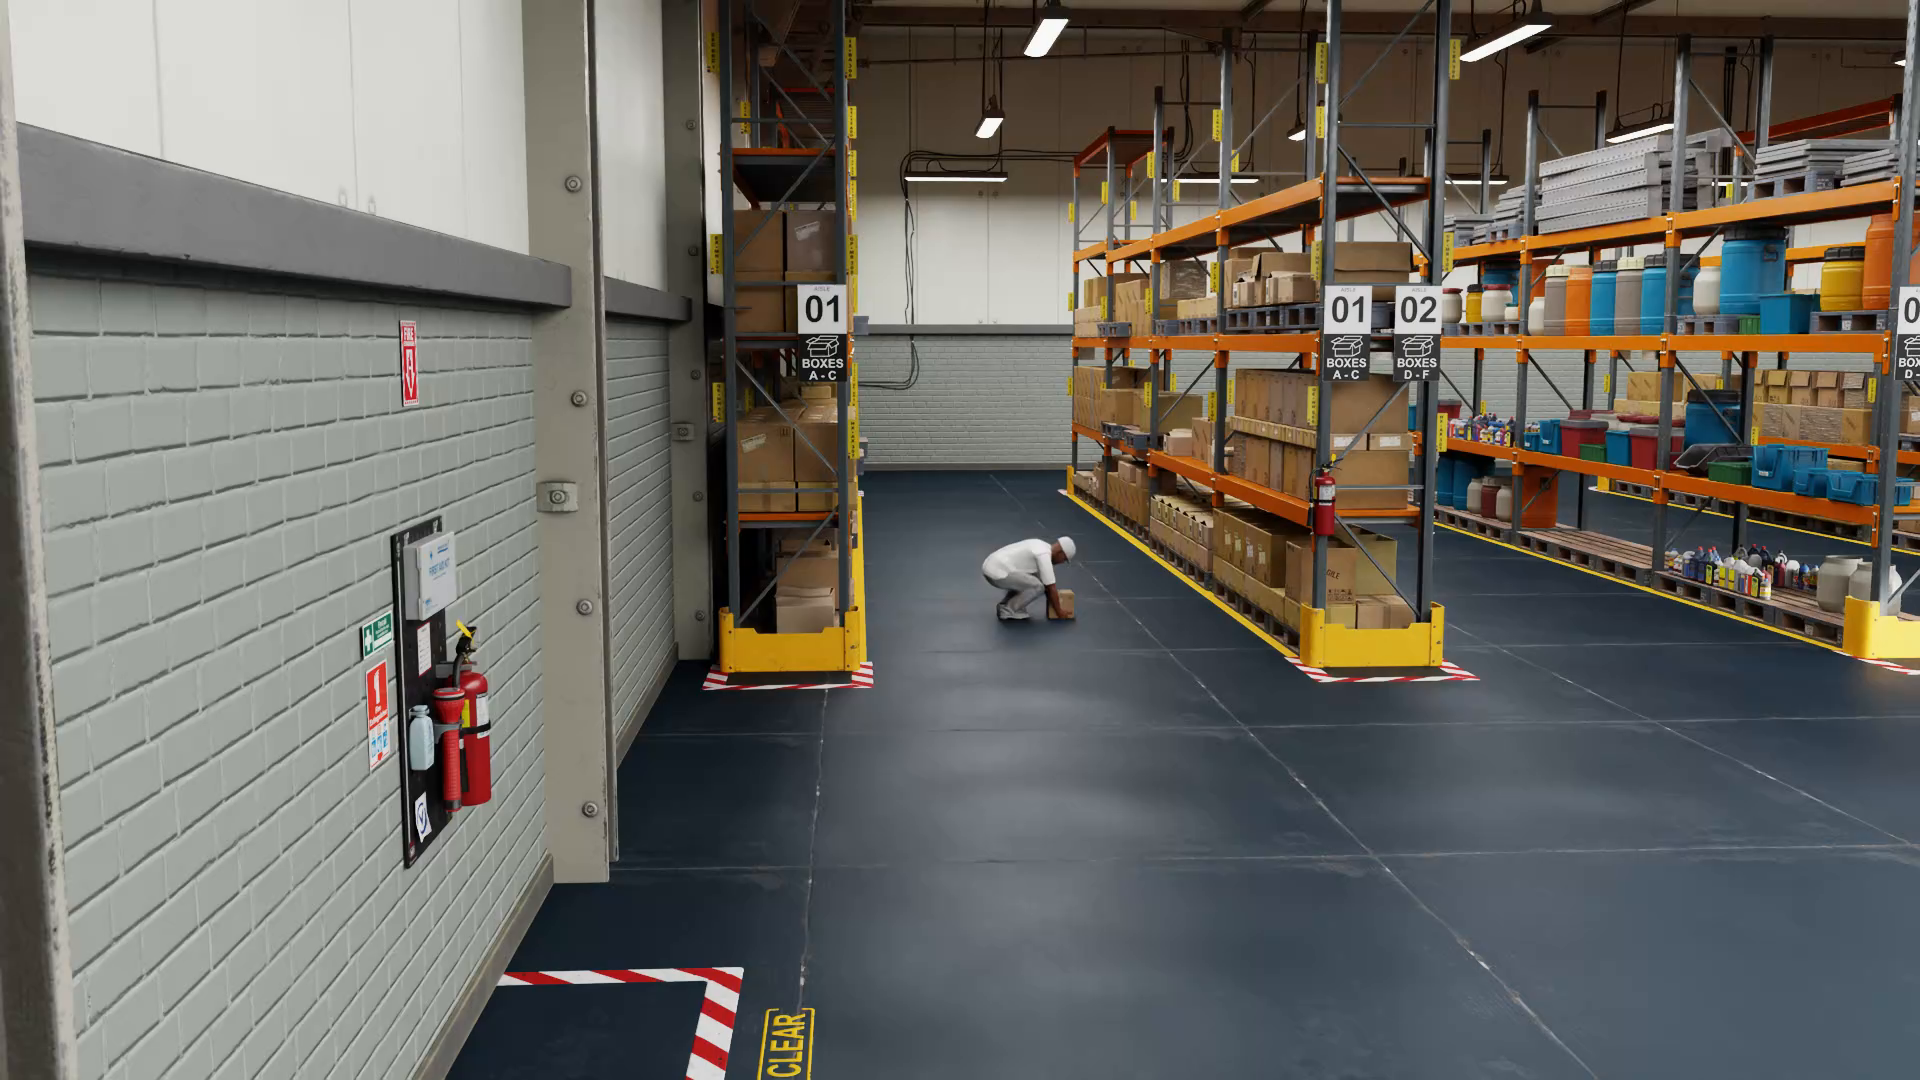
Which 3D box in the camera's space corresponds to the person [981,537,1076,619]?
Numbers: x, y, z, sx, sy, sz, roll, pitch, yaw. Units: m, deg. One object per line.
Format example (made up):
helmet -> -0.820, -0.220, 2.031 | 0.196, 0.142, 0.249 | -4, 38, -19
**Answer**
person -> 0.689, 0.398, 16.630 | 0.949, 0.845, 0.534 | -1, 7, -5
